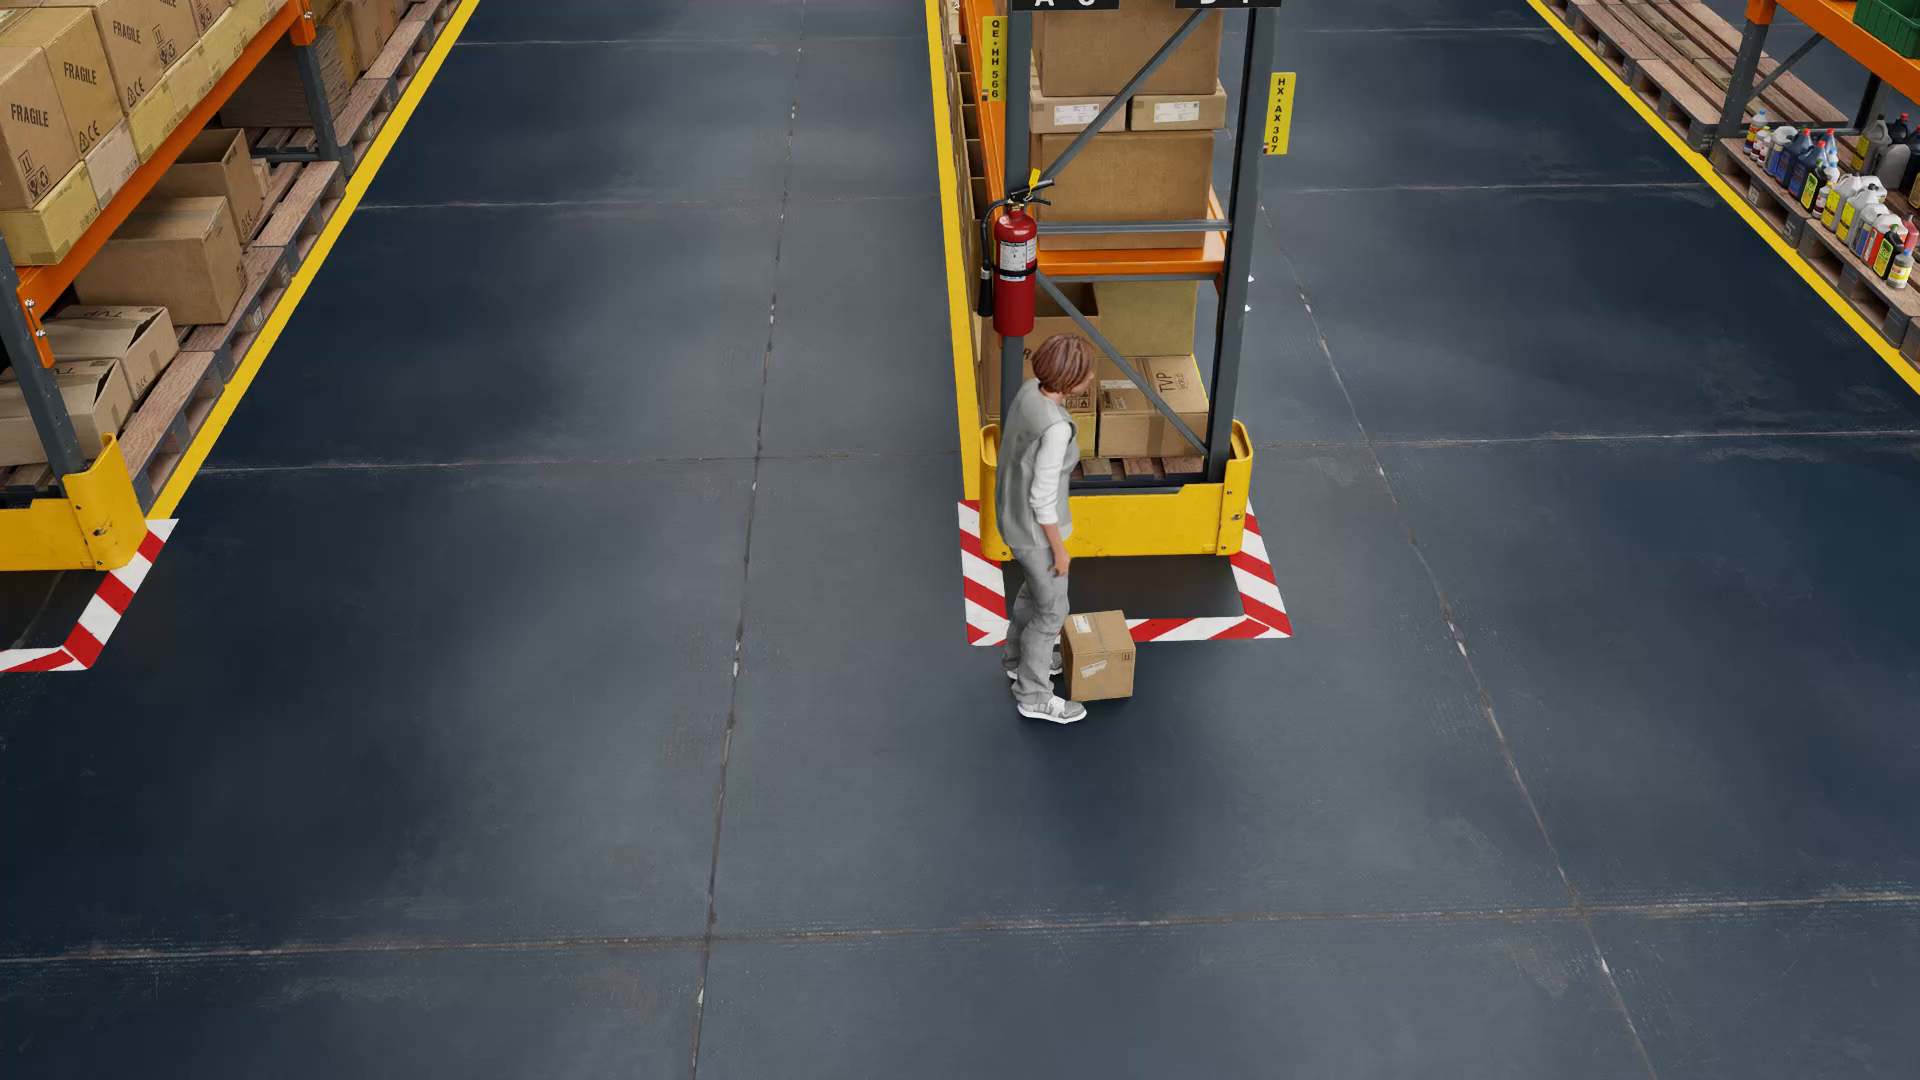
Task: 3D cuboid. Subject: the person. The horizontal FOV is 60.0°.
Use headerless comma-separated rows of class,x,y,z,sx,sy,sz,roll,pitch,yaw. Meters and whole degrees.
person,0.309,-0.051,6.227,0.345,1.592,0.465,-4,36,-5
